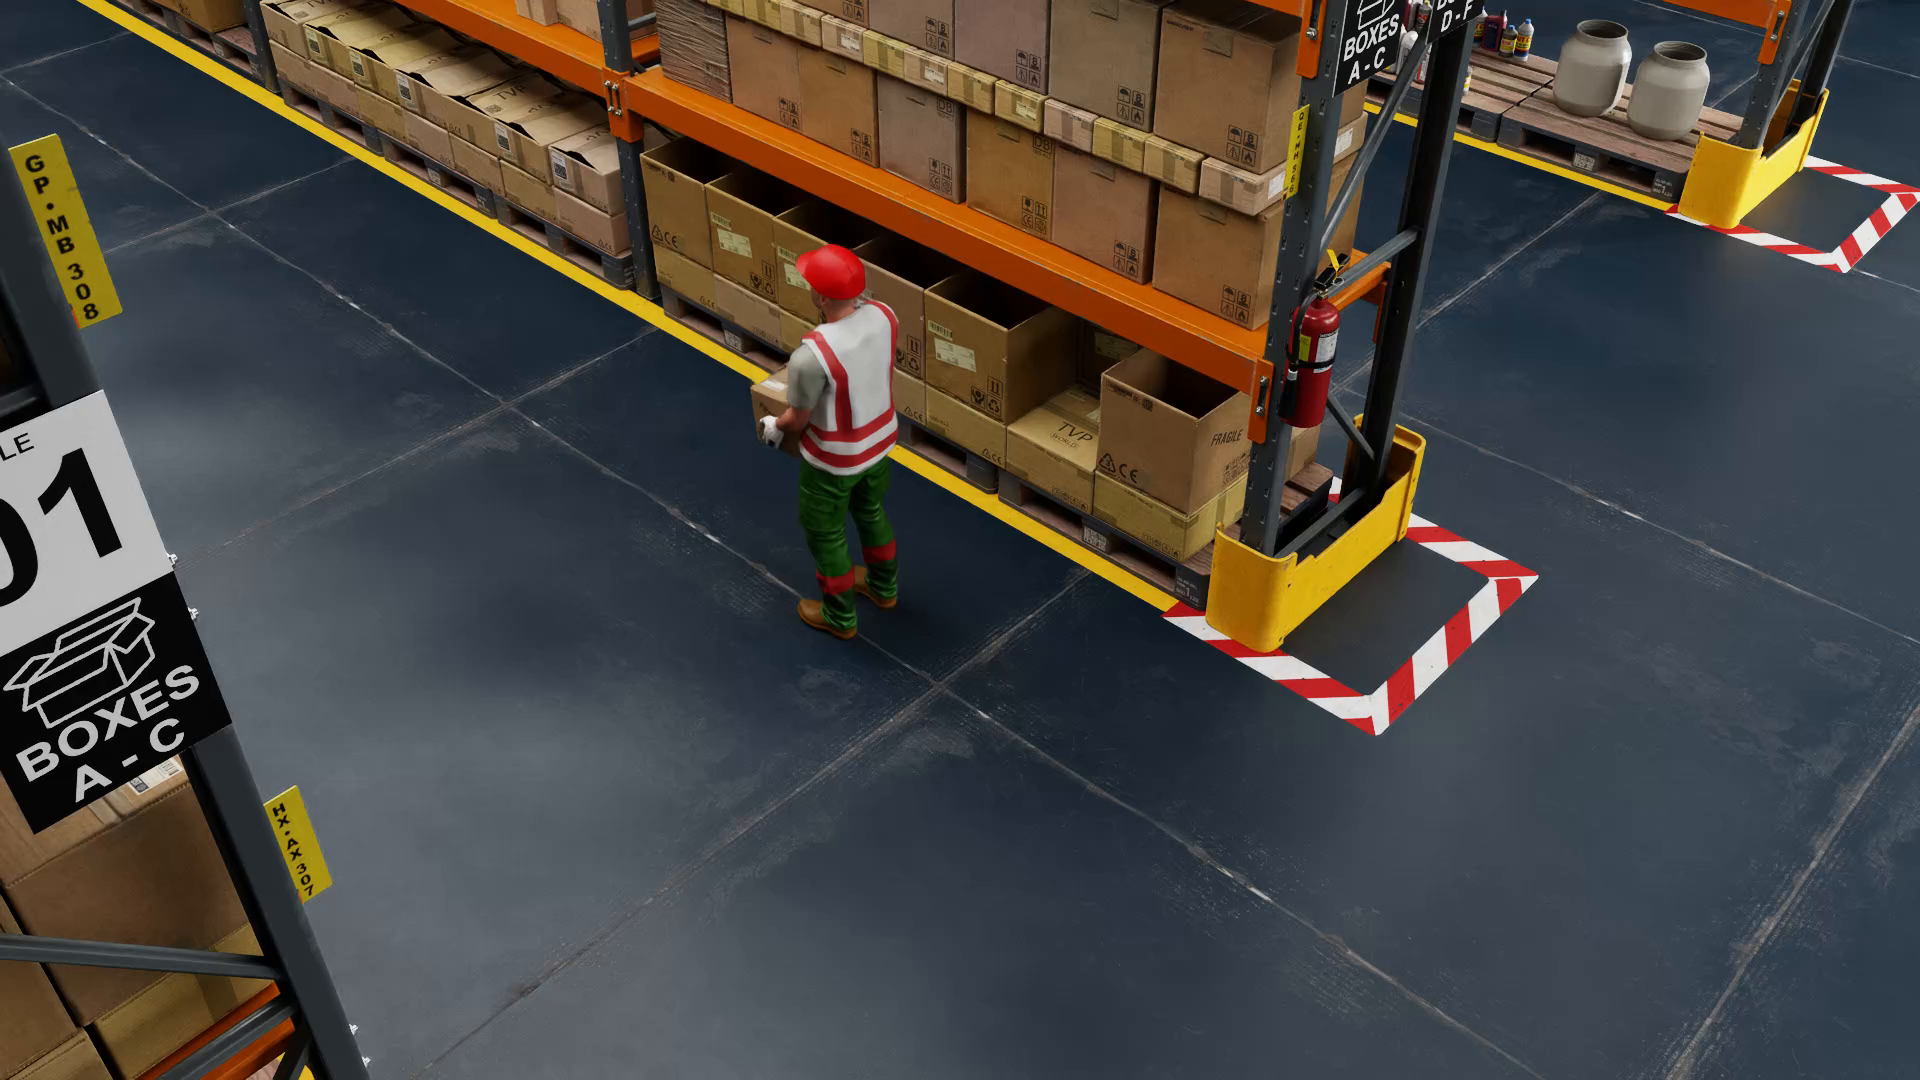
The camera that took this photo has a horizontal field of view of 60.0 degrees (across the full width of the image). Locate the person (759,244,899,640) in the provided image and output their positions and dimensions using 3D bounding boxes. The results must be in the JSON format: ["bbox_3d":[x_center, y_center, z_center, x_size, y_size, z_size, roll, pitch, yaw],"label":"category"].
[{"bbox_3d":[-0.511,-0.398,6.623,0.508,1.794,0.528,29,47,31],"label":"person"}]
